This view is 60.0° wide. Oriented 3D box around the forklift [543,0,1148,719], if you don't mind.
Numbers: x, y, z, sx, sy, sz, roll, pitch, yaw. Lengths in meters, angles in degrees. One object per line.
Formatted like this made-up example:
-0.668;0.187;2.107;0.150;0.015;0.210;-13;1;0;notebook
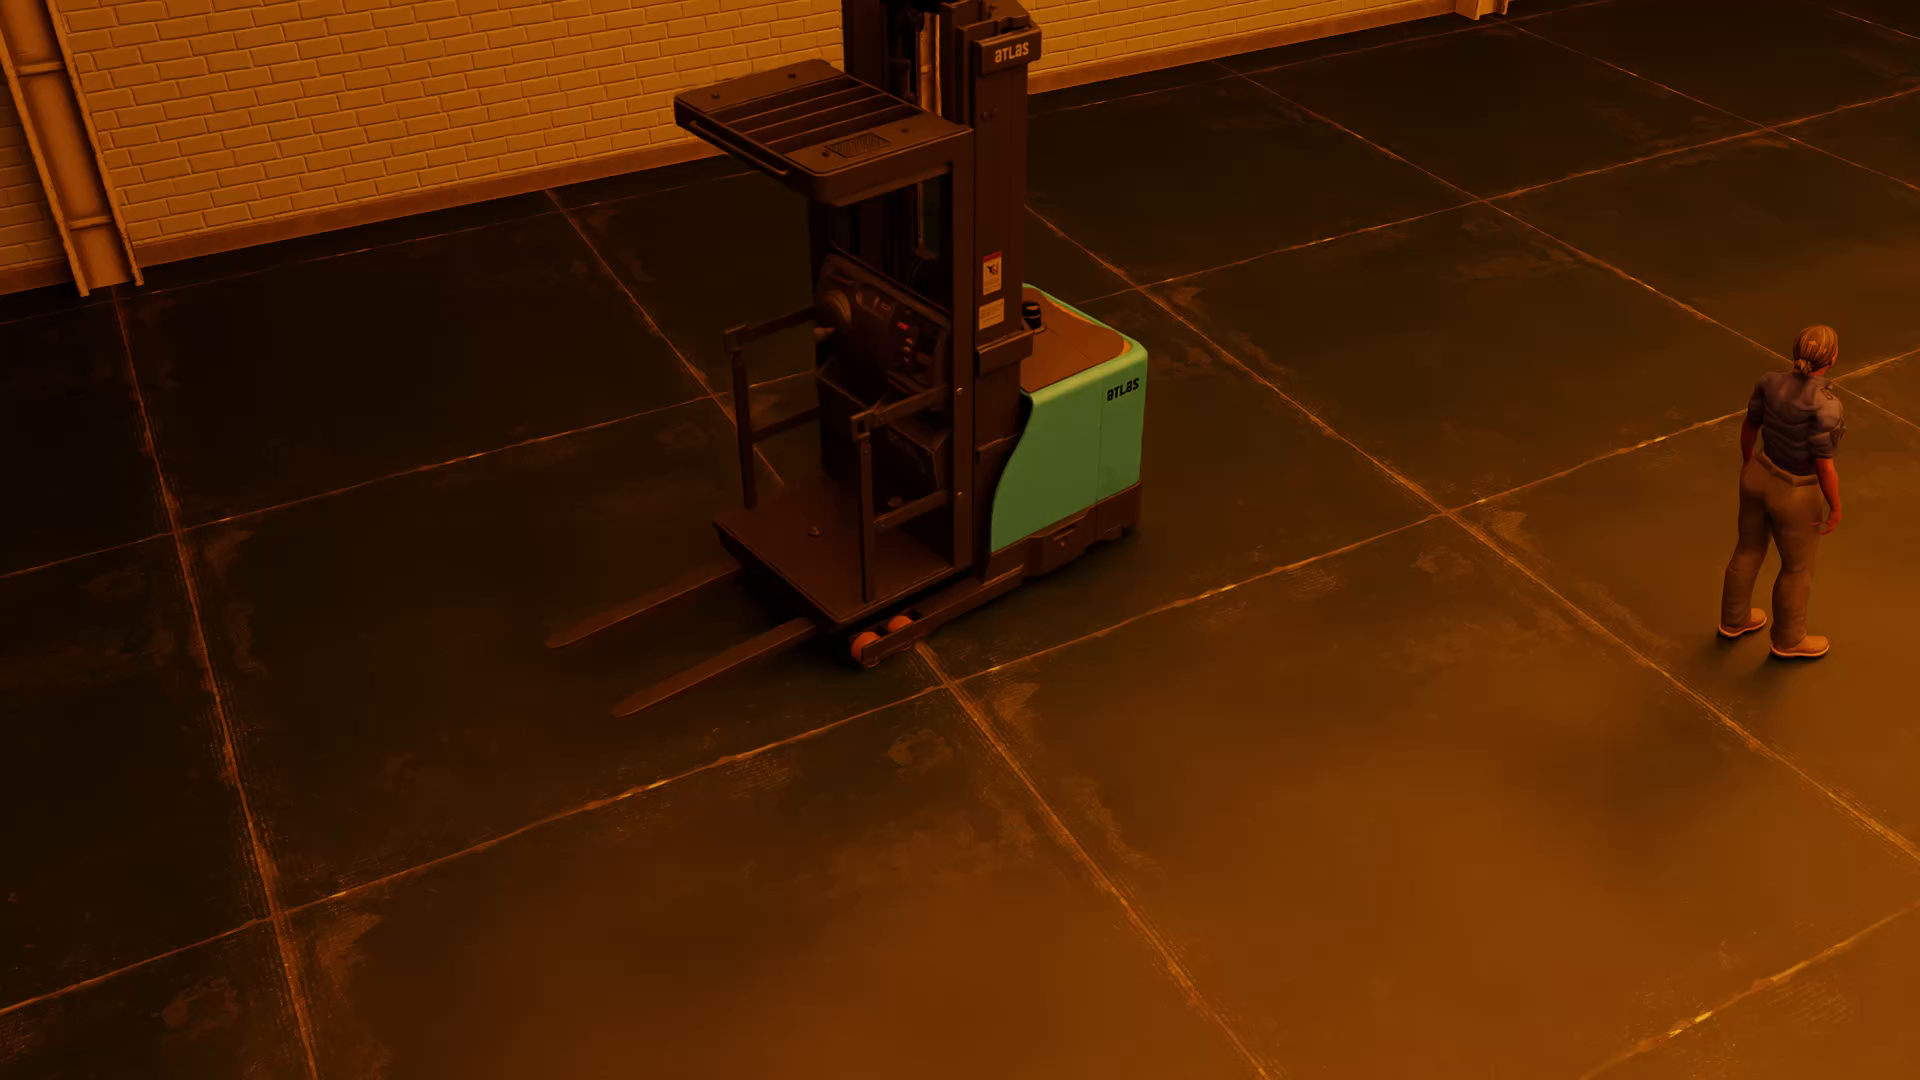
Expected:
-0.524;-0.944;7.459;3.031;2.935;1.130;-25;42;-31;forklift

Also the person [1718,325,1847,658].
3.804;-0.227;7.549;0.503;1.643;0.569;-14;38;-19;person
